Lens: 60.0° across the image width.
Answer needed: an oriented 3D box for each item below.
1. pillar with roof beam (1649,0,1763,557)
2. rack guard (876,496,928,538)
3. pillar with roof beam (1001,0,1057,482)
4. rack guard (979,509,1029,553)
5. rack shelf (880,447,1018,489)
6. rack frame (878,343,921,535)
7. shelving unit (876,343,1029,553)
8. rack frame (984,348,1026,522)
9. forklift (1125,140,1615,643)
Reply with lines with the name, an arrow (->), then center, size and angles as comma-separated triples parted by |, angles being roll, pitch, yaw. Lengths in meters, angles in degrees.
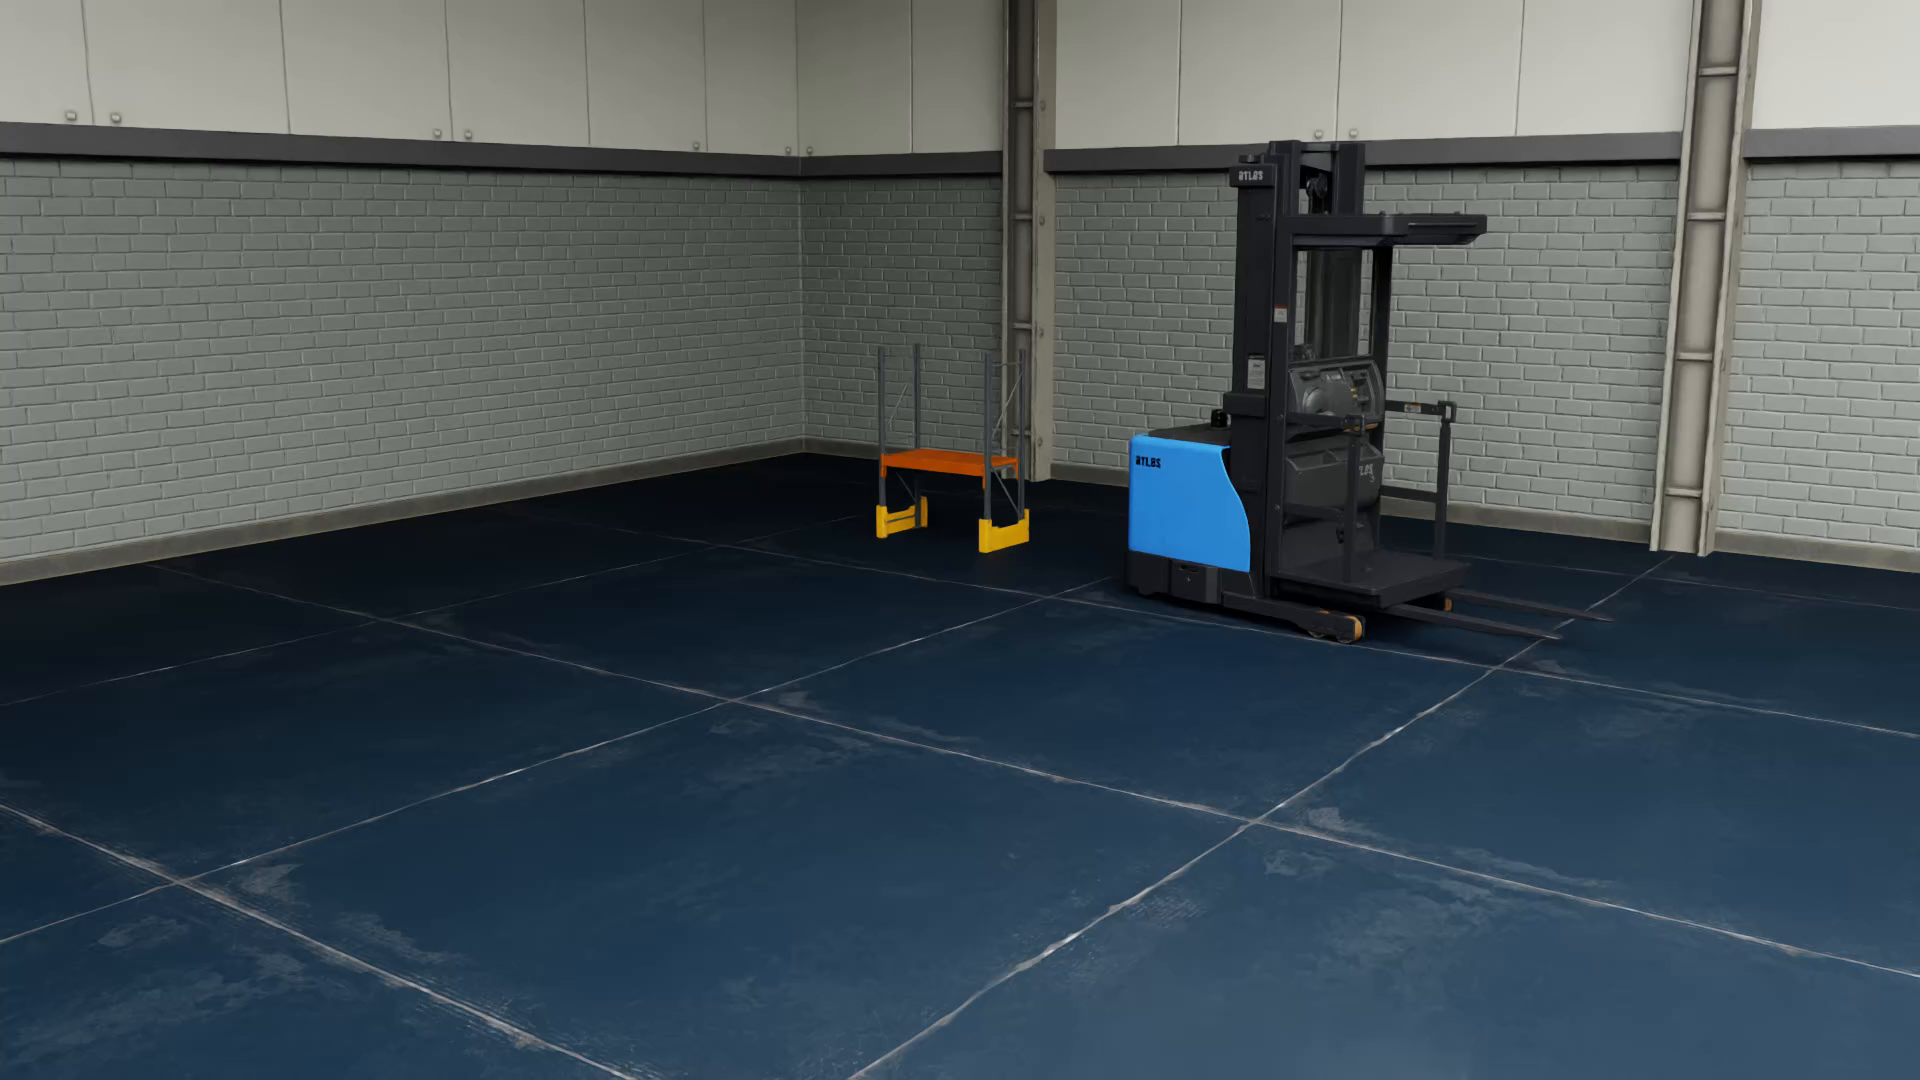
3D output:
pillar with roof beam -> 2.932, -3.681, 8.365 | 0.400, 9.000, 9.100 | 8, 13, 36
rack guard -> -0.463, -0.187, 13.340 | 0.087, 0.250, 0.587 | 8, 13, 36
pillar with roof beam -> -1.904, -4.356, 11.852 | 0.400, 9.000, 9.100 | 8, 13, 36
rack guard -> 0.340, -0.075, 12.761 | 0.087, 0.250, 0.587 | 8, 13, 36
rack shelf -> -0.069, -0.569, 12.971 | 1.000, 0.185, 0.538 | 8, 13, 36
rack frame -> -0.478, -0.803, 13.232 | 0.032, 1.500, 0.500 | 8, 13, 36
shelving unit -> -0.061, -0.745, 12.932 | 1.083, 1.500, 0.587 | 8, 13, 36
rack frame -> 0.341, -0.689, 12.641 | 0.032, 1.500, 0.500 | 8, 13, 36
forklift -> 2.476, -0.935, 10.144 | 1.130, 2.935, 3.031 | -10, 15, -42
